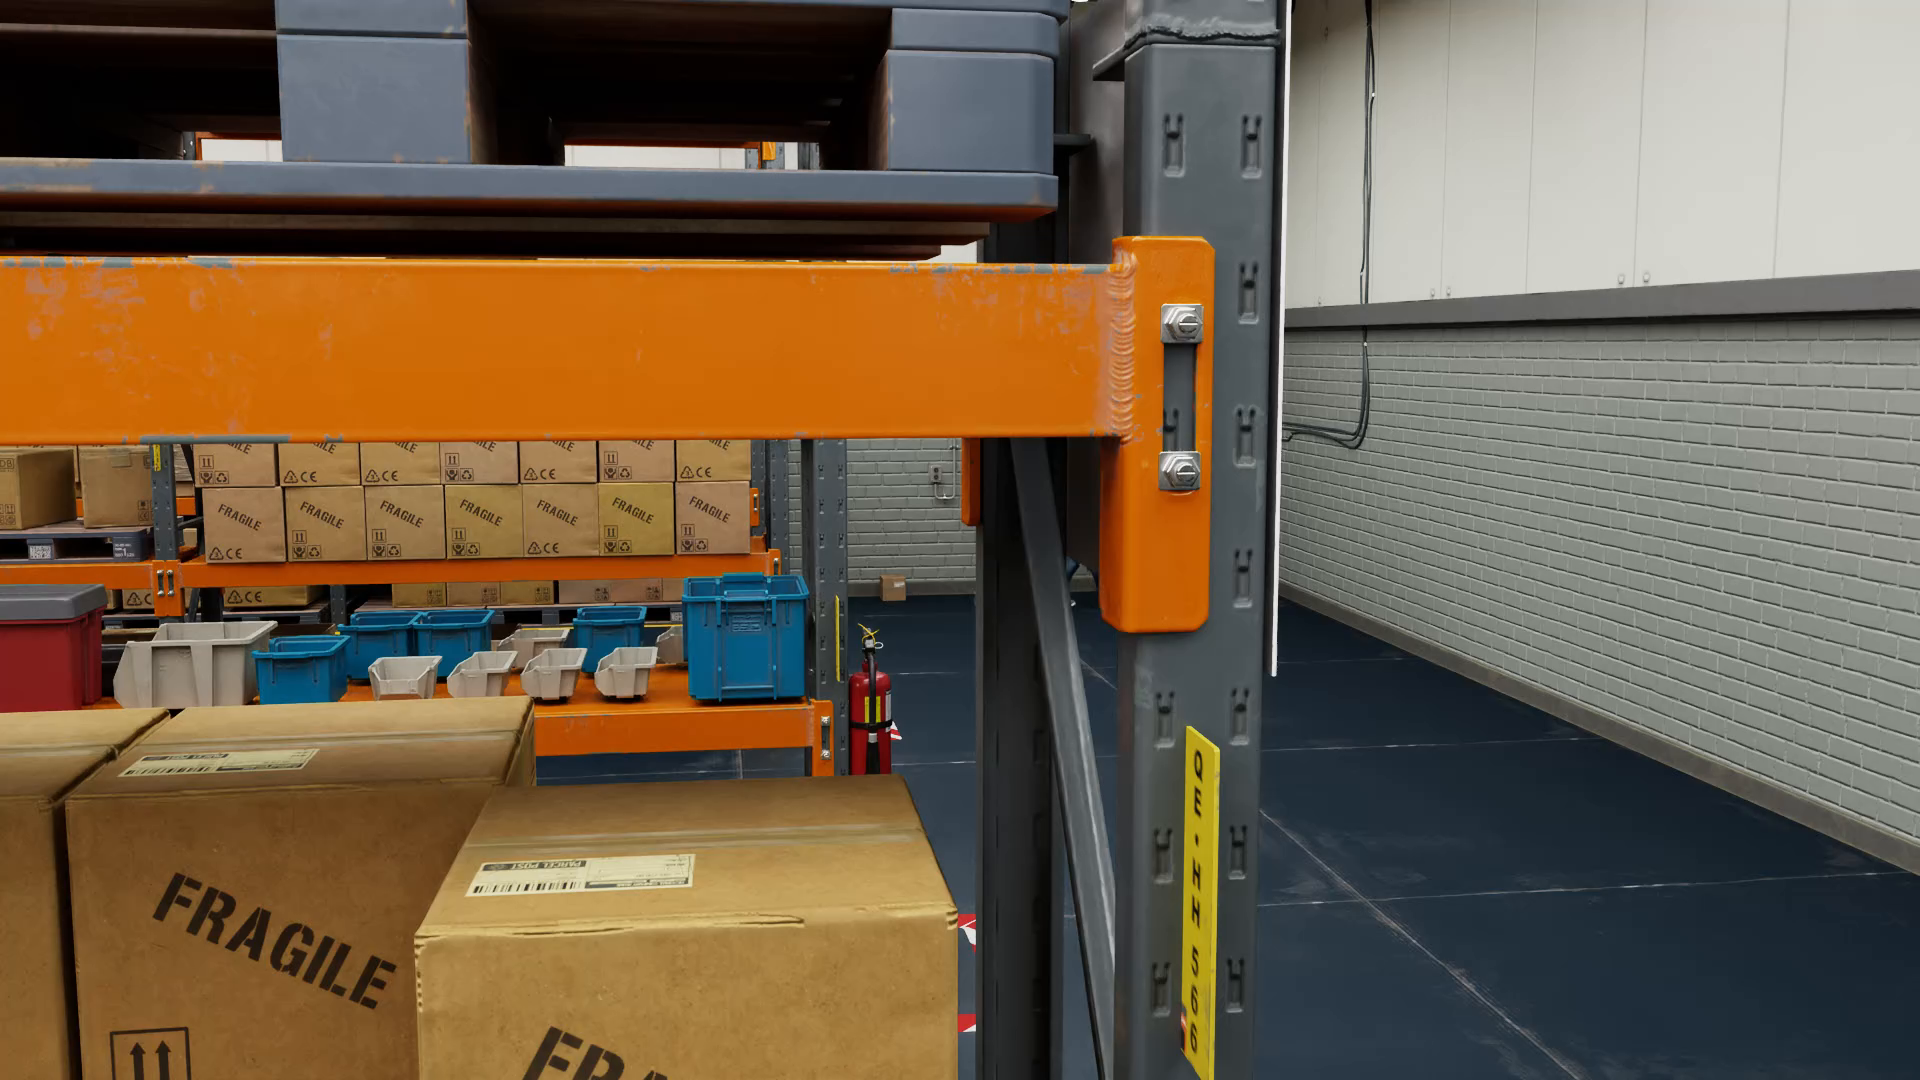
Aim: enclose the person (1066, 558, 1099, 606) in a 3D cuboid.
[{"bbox_3d":[1.341,-0.087,17.210,0.966,1.526,0.512,-3,7,-26],"label":"person"}]
